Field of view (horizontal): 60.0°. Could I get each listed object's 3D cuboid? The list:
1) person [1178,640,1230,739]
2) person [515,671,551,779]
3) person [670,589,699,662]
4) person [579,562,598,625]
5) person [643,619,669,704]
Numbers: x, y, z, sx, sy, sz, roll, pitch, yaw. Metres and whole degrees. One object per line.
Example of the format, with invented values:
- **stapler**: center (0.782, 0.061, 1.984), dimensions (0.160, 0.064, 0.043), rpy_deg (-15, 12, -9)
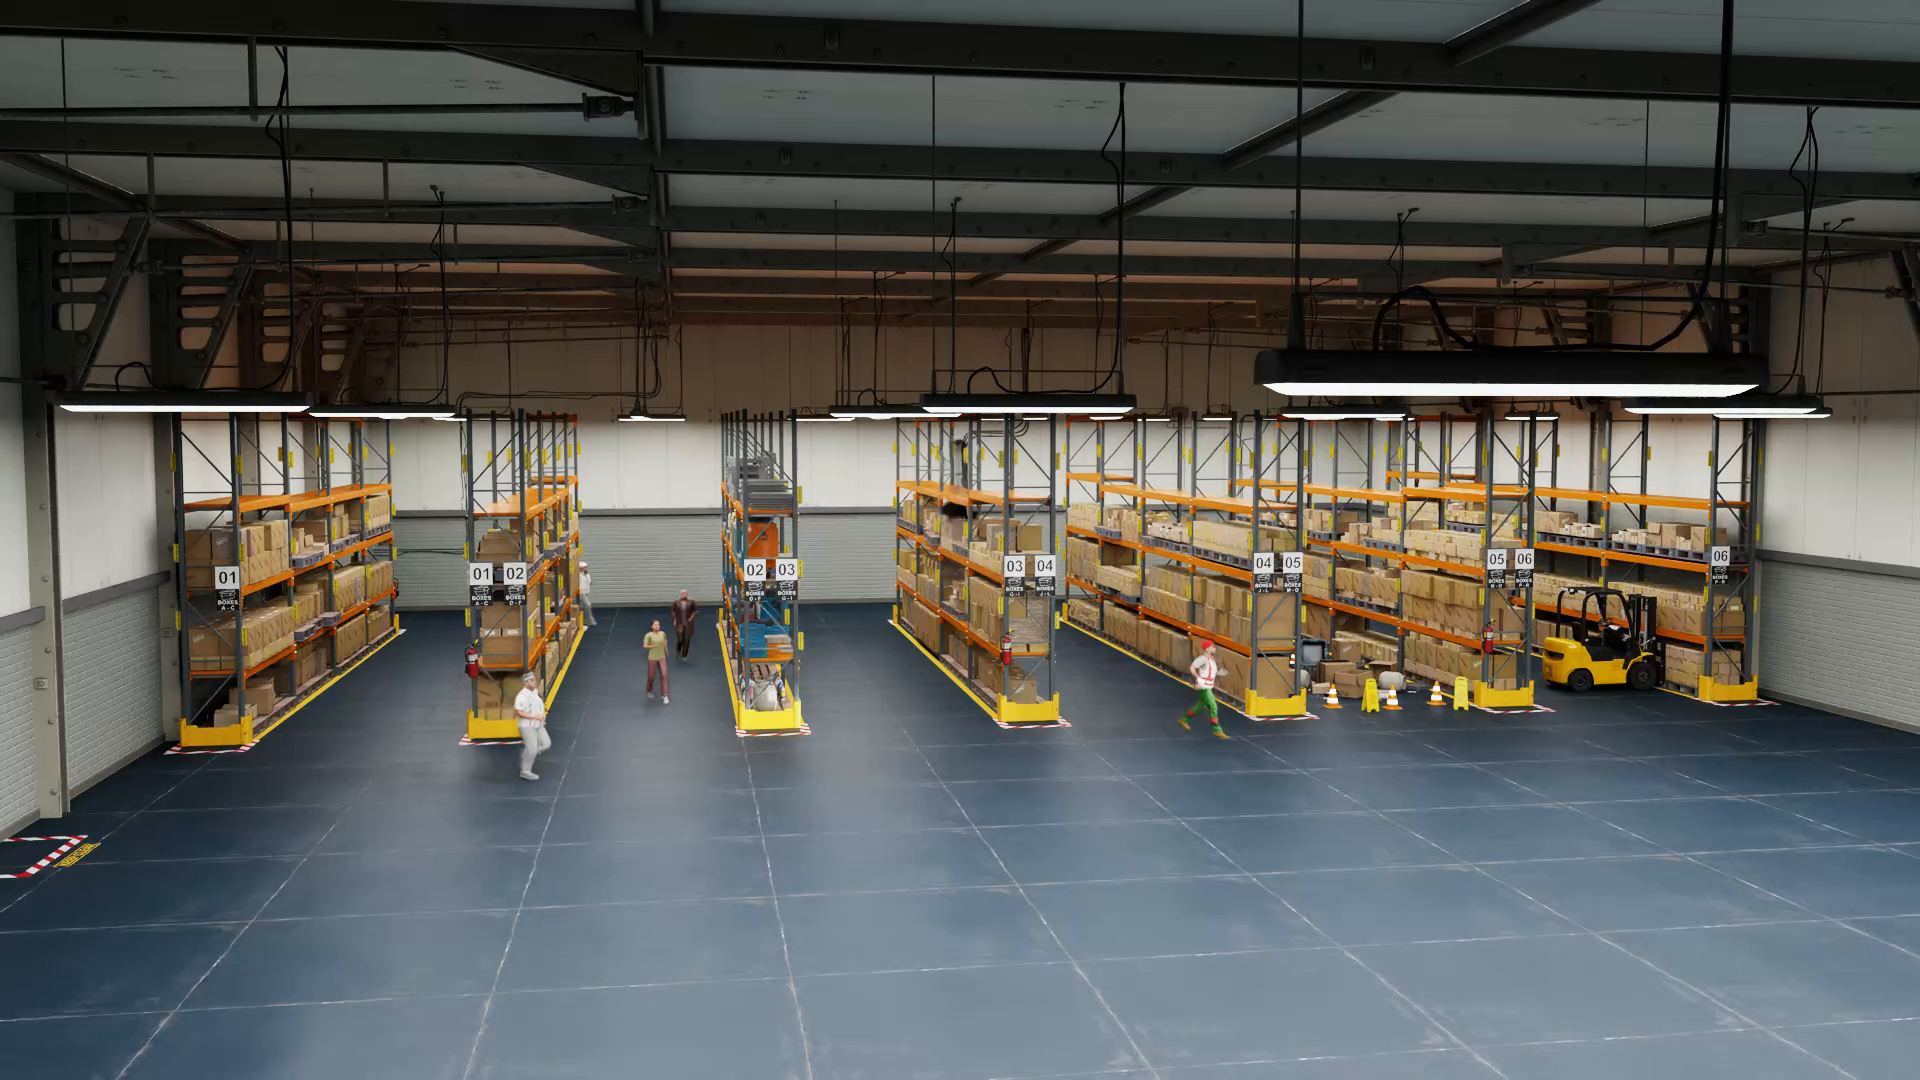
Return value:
- **person**: center (4.436, 2.704, 30.307), dimensions (1.016, 1.792, 0.675), rpy_deg (2, 4, 24)
- **person**: center (-6.893, 2.984, 26.843), dimensions (0.593, 1.743, 0.658), rpy_deg (1, 4, 18)
- **person**: center (-6.632, 2.060, 40.054), dimensions (0.693, 1.746, 0.651), rpy_deg (-1, 4, -7)
- **person**: center (-10.827, 1.537, 47.612), dimensions (1.072, 1.813, 0.620), rpy_deg (1, 4, 16)
- **person**: center (-6.258, 2.479, 34.259), dimensions (0.571, 1.697, 0.882), rpy_deg (-2, 4, -26)
